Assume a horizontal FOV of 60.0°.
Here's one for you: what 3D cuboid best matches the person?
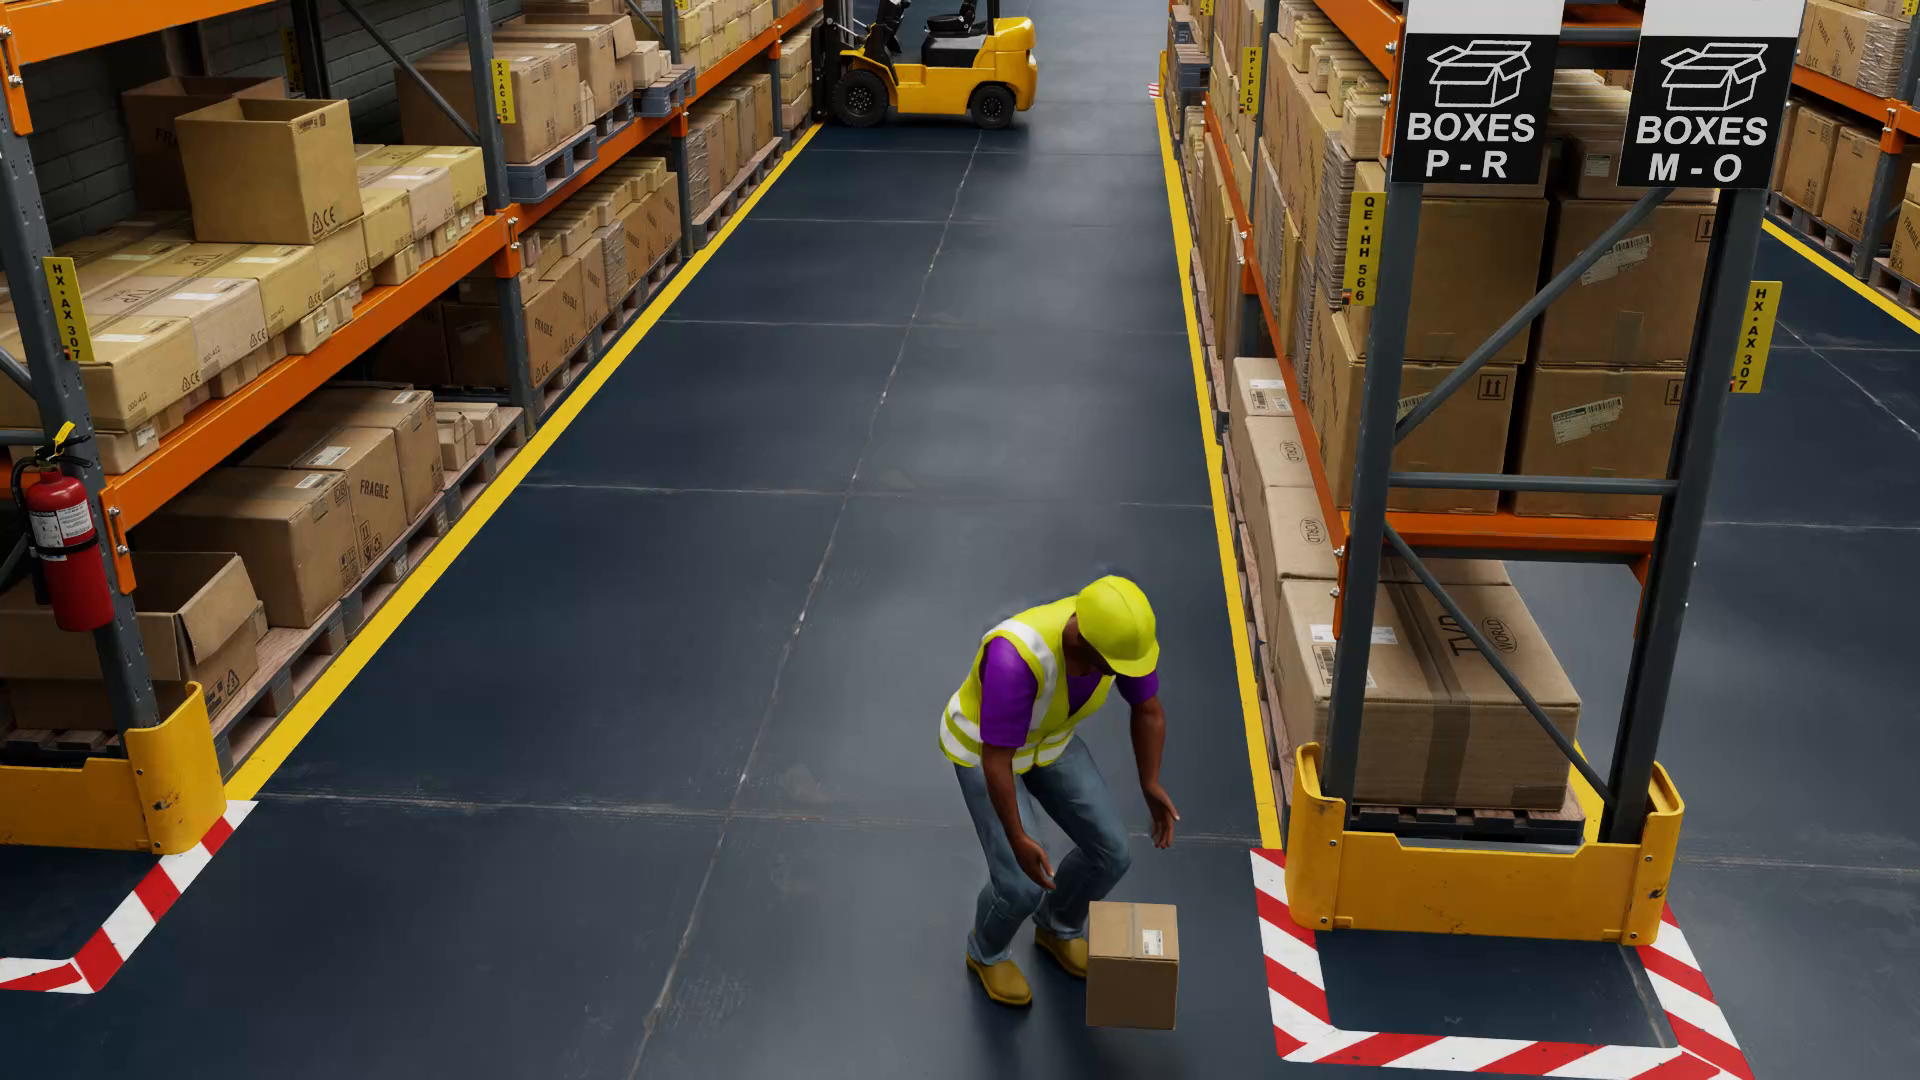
[{"bbox_3d":[0.290,0.687,4.929,0.630,1.462,0.727,-14,28,-29],"label":"person"}]
